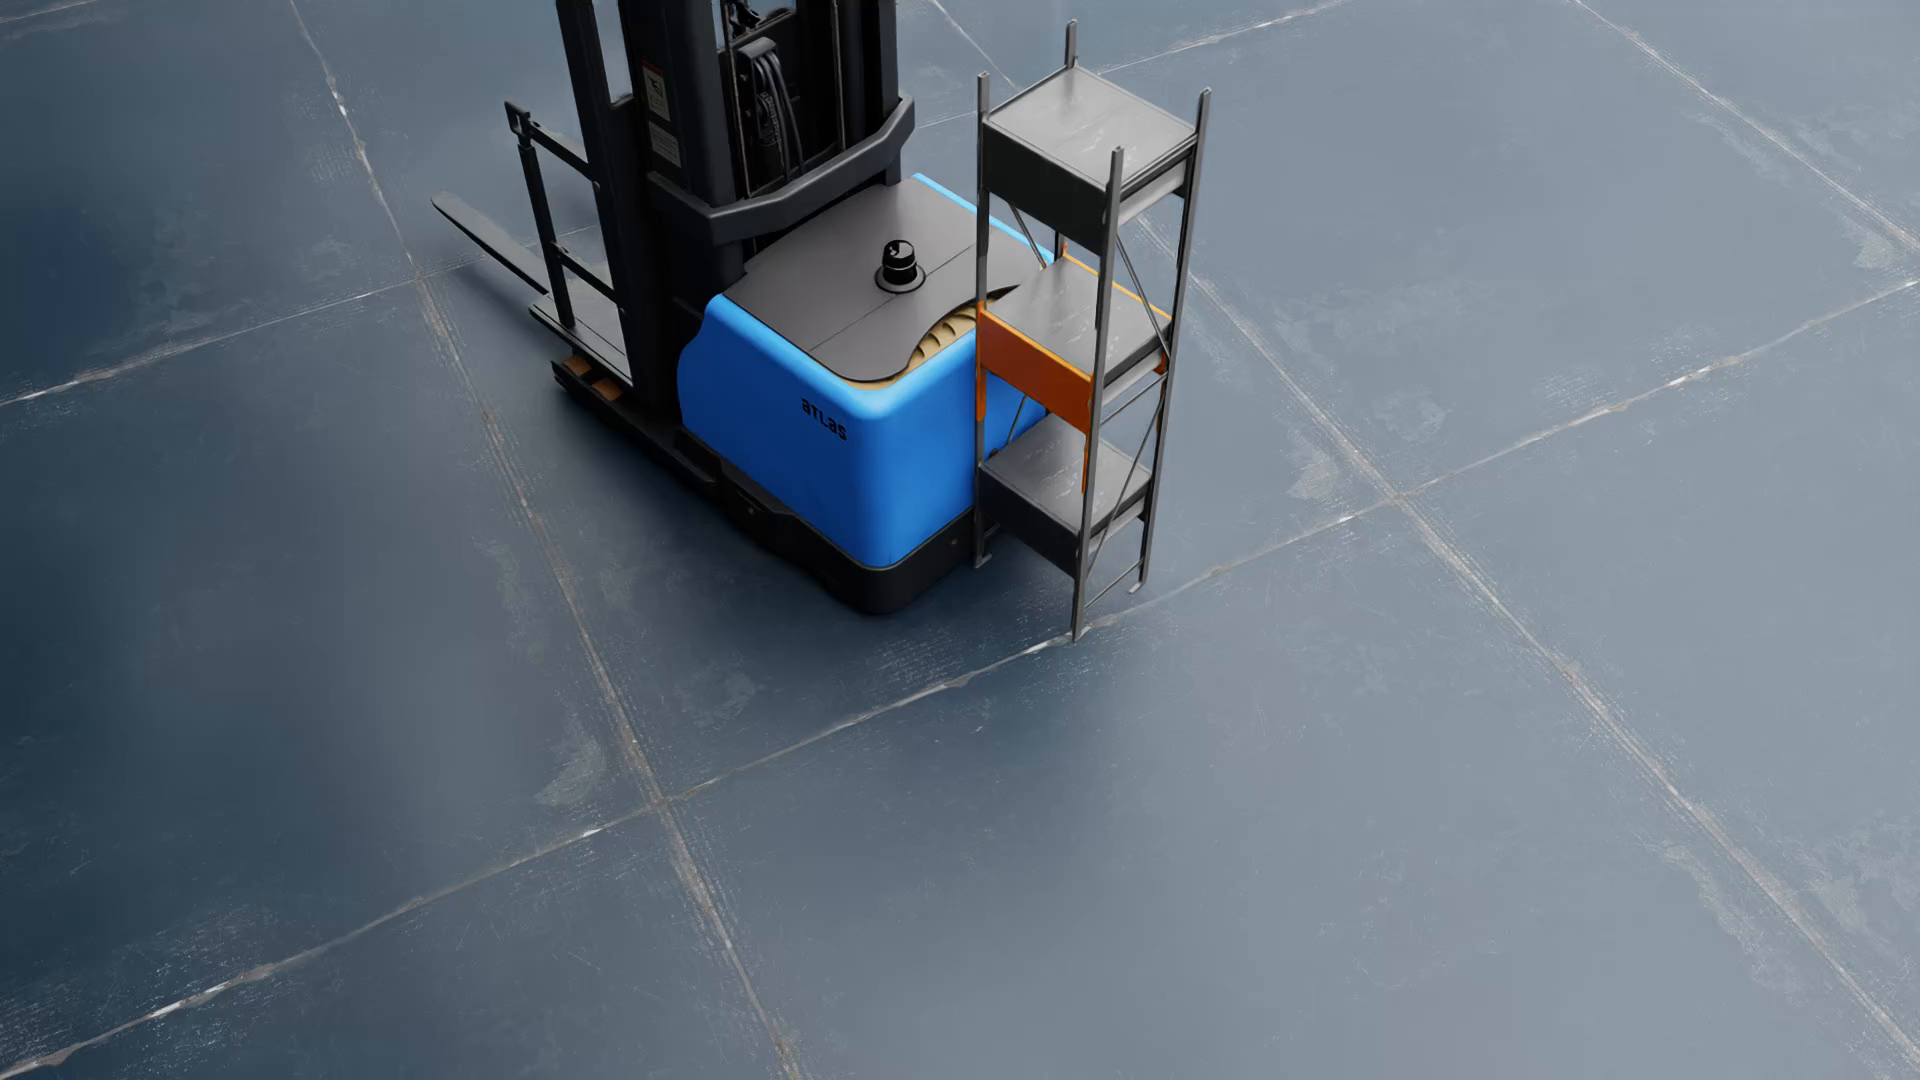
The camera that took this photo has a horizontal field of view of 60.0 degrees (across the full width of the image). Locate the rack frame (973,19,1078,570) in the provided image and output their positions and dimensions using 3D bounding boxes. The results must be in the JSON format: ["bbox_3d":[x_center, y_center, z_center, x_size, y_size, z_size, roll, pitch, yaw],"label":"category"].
[{"bbox_3d":[0.193,-0.691,5.459,0.015,2.100,0.400,36,58,27],"label":"rack frame"}]

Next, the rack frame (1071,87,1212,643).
[{"bbox_3d":[0.543,-0.434,5.235,0.015,2.100,0.400,36,58,27],"label":"rack frame"}]

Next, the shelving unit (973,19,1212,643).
[{"bbox_3d":[0.368,-0.563,5.347,0.503,2.100,0.431,36,58,27],"label":"shelving unit"}]

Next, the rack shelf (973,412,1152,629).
[{"bbox_3d":[0.368,-0.093,5.884,0.480,0.518,0.431,36,58,27],"label":"rack shelf"}]

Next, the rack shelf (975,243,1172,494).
[{"bbox_3d":[0.368,-0.554,5.357,0.480,0.518,0.431,36,58,27],"label":"rack shelf"}]

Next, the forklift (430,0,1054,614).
[{"bbox_3d":[-1.000,-1.700,5.789,3.031,2.935,1.130,36,58,27],"label":"forklift"}]

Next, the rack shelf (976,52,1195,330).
[{"bbox_3d":[0.368,-1.014,4.830,0.480,0.518,0.431,36,58,27],"label":"rack shelf"}]
